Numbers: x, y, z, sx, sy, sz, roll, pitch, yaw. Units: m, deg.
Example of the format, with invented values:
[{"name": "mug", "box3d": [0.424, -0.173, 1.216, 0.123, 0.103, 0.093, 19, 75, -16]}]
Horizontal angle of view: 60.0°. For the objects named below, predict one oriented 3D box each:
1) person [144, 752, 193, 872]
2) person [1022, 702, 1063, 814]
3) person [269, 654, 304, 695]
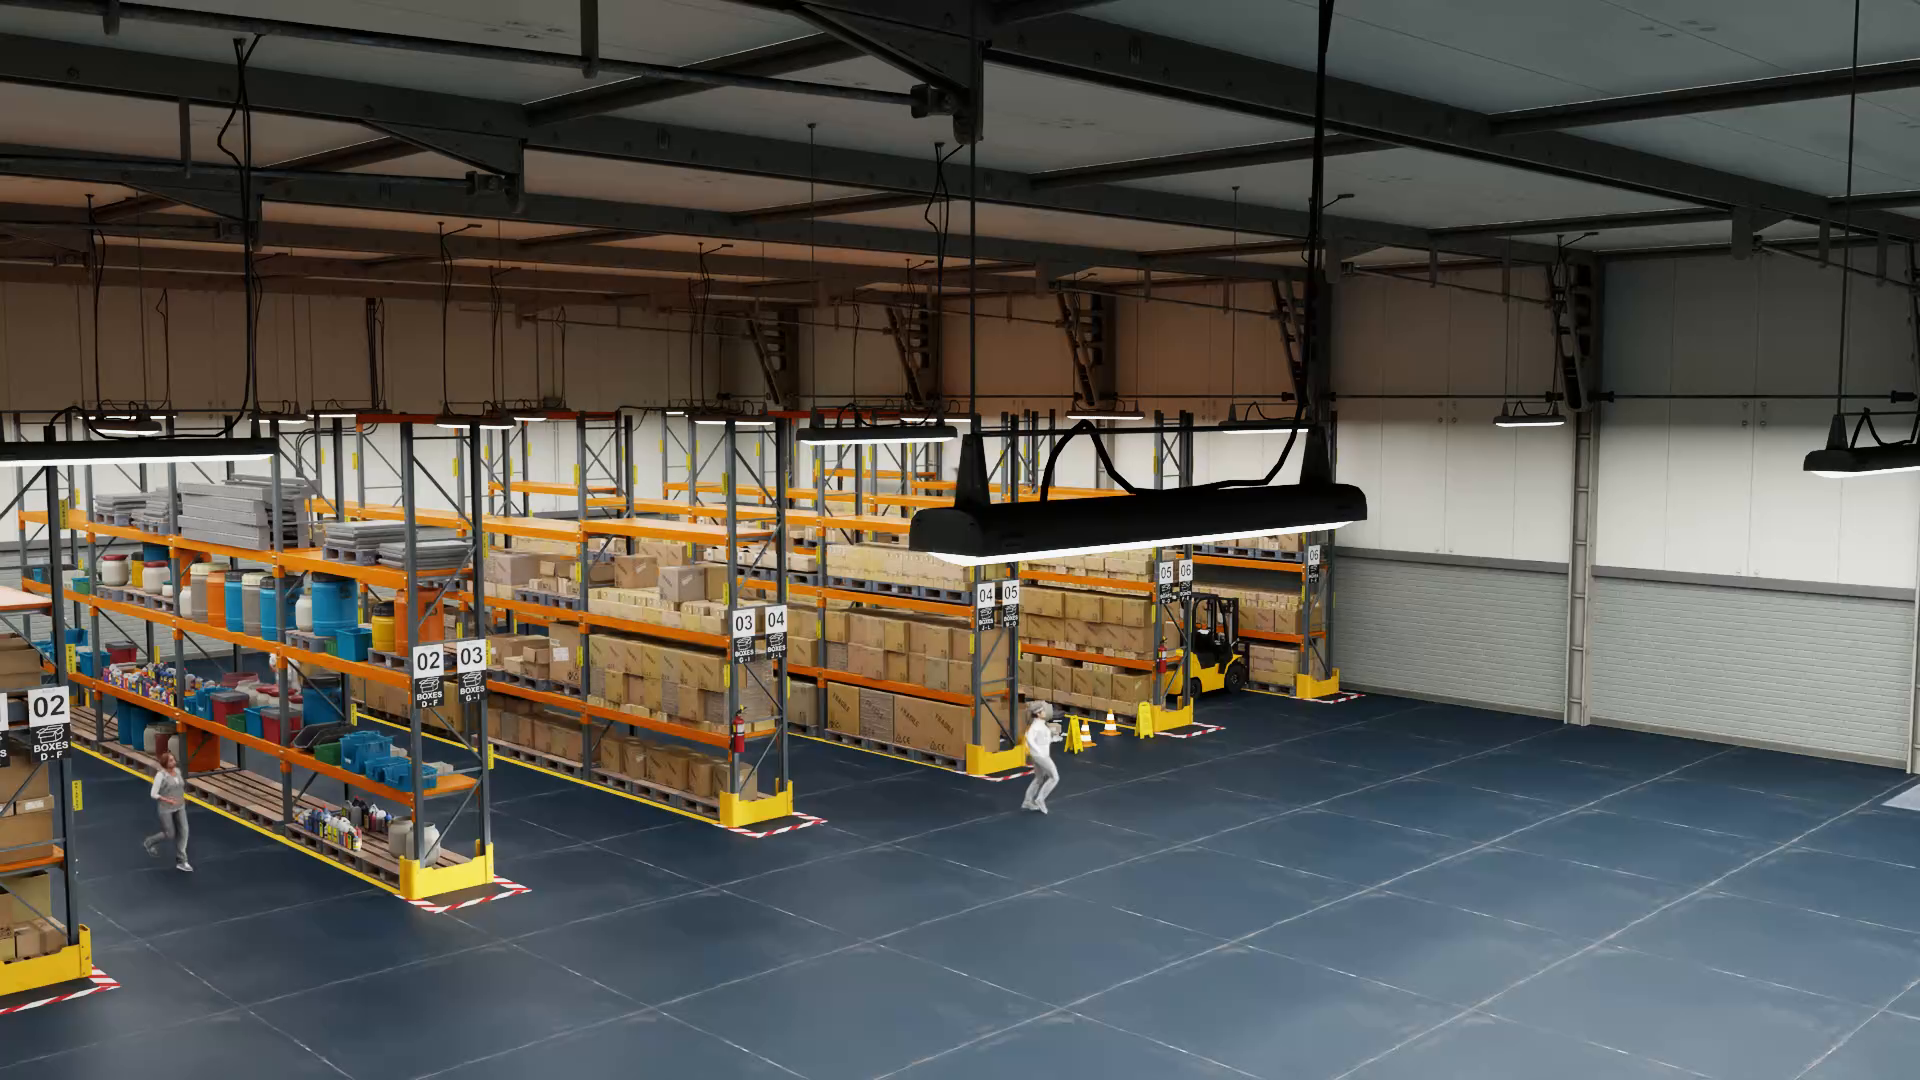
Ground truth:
[{"name": "person", "box3d": [-10.580, 3.621, 22.241, 0.792, 1.595, 0.538, 2, 5, 24]}, {"name": "person", "box3d": [1.261, 3.304, 25.245, 0.628, 1.710, 0.594, 0, 5, -4]}, {"name": "person", "box3d": [-13.024, 2.676, 32.222, 0.599, 1.743, 0.664, 5, 7, 42]}]
